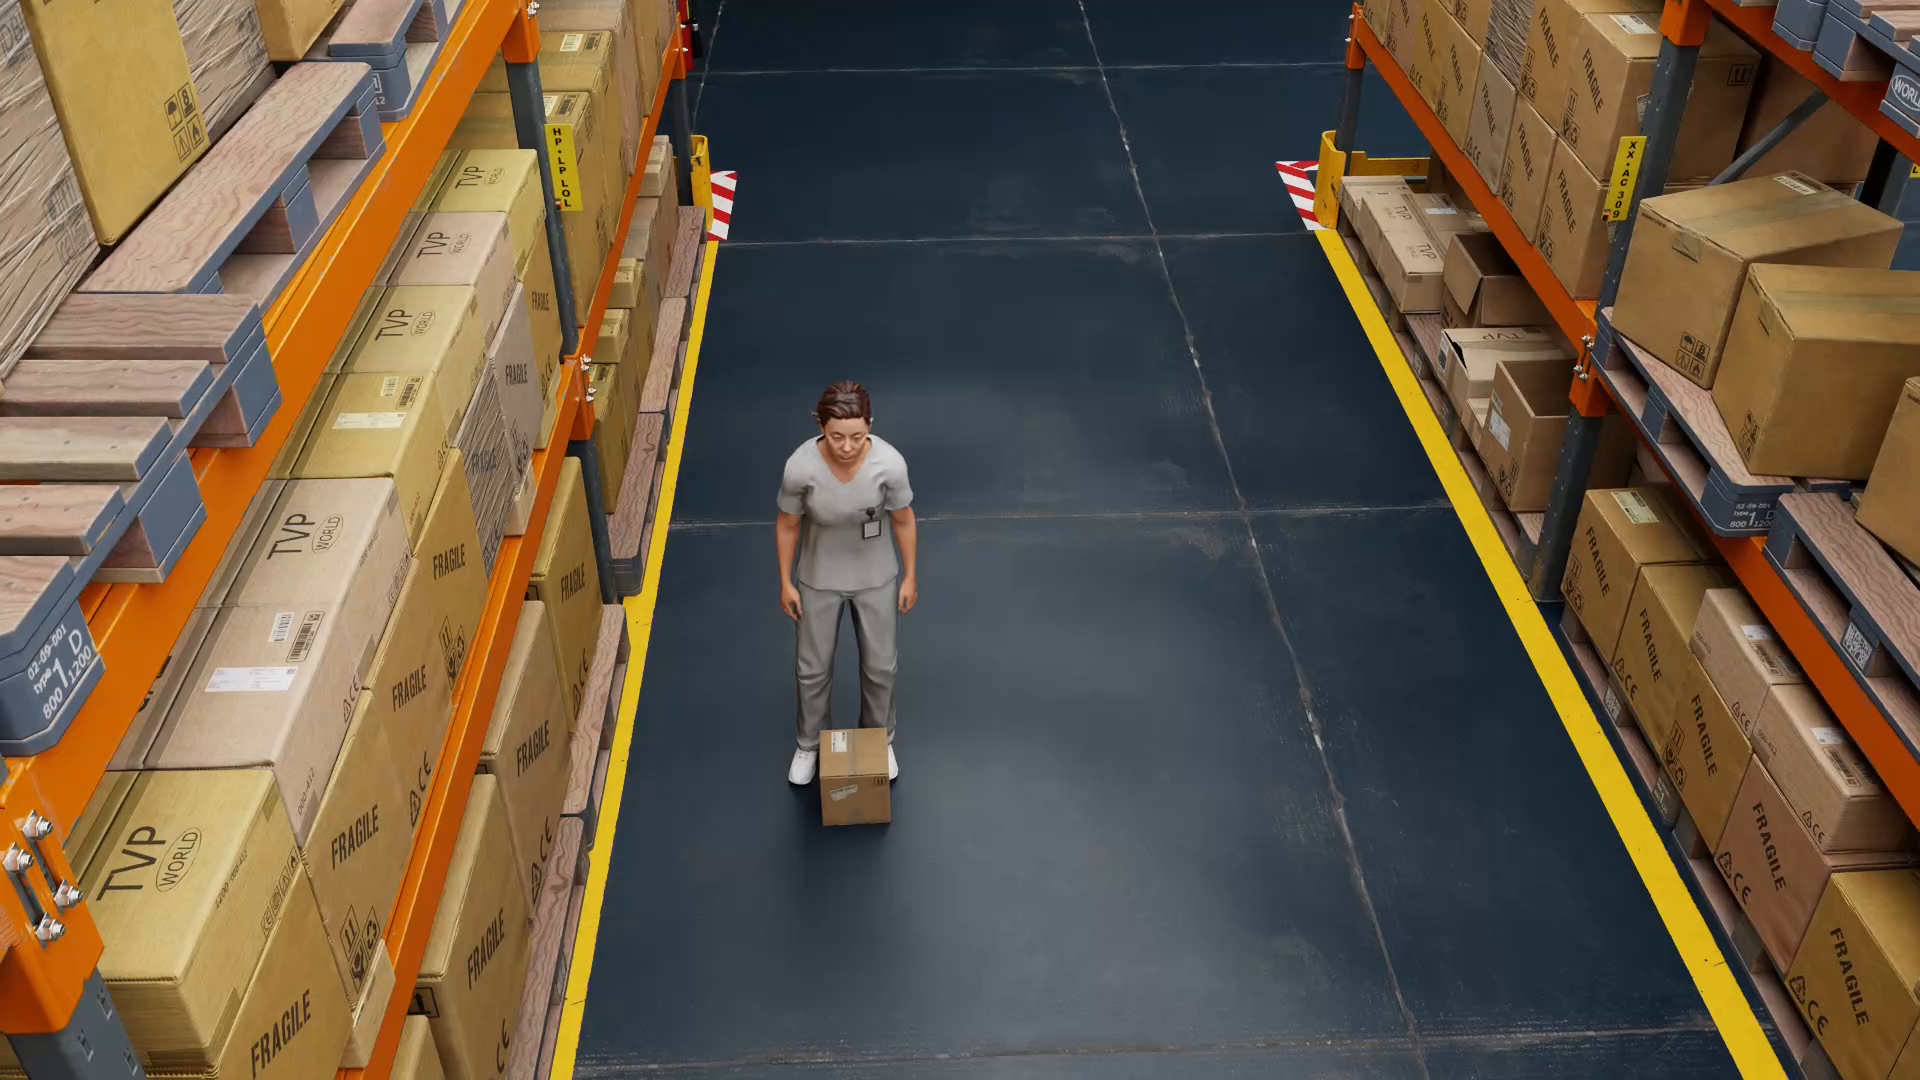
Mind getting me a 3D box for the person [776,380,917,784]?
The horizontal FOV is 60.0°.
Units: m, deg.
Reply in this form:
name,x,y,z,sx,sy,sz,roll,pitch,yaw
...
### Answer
name,x,y,z,sx,sy,sz,roll,pitch,yaw
person,-0.405,0.154,5.934,0.508,1.668,0.354,-3,35,-4
